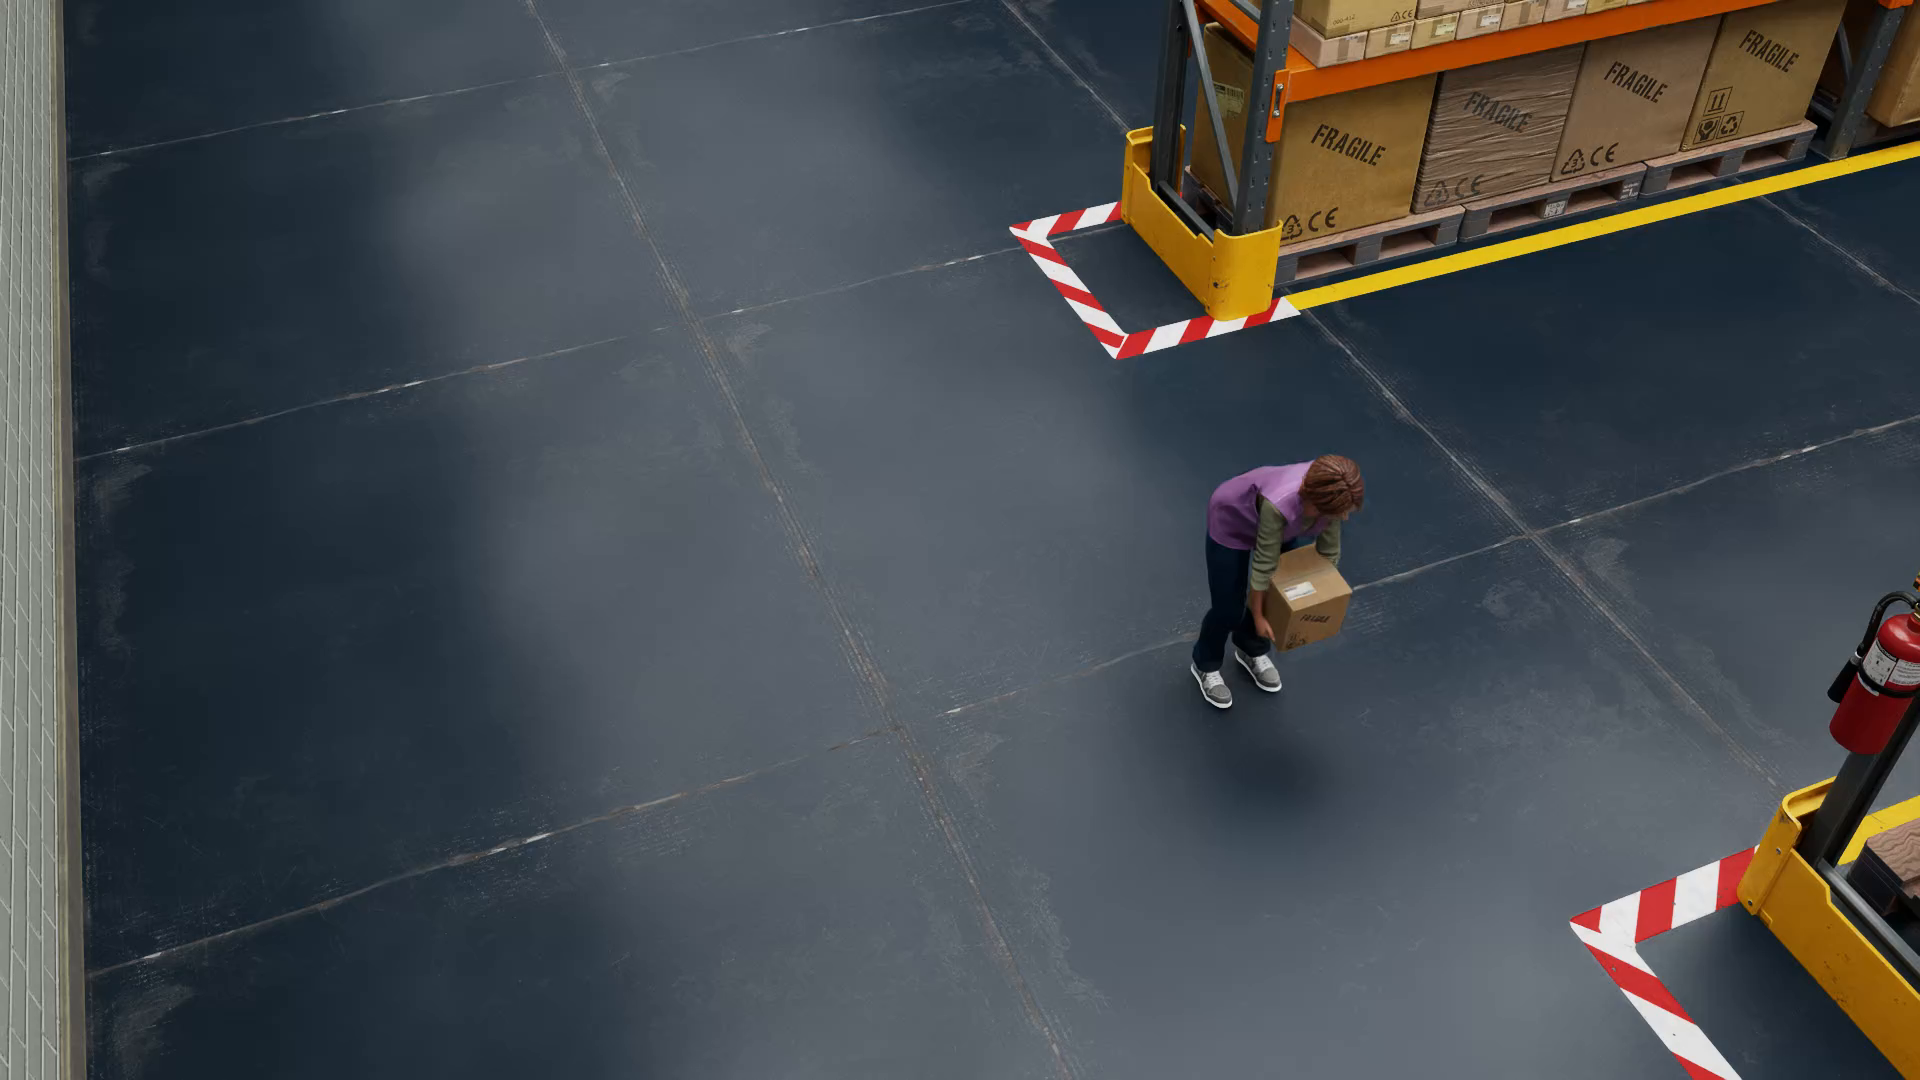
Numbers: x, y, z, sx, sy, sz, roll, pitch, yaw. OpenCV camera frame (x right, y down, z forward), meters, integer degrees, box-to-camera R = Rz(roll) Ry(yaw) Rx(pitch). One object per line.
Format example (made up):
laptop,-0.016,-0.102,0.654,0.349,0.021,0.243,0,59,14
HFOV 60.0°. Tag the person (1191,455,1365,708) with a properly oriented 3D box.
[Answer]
person,1.167,0.133,6.166,0.377,1.409,0.690,-16,45,-17
